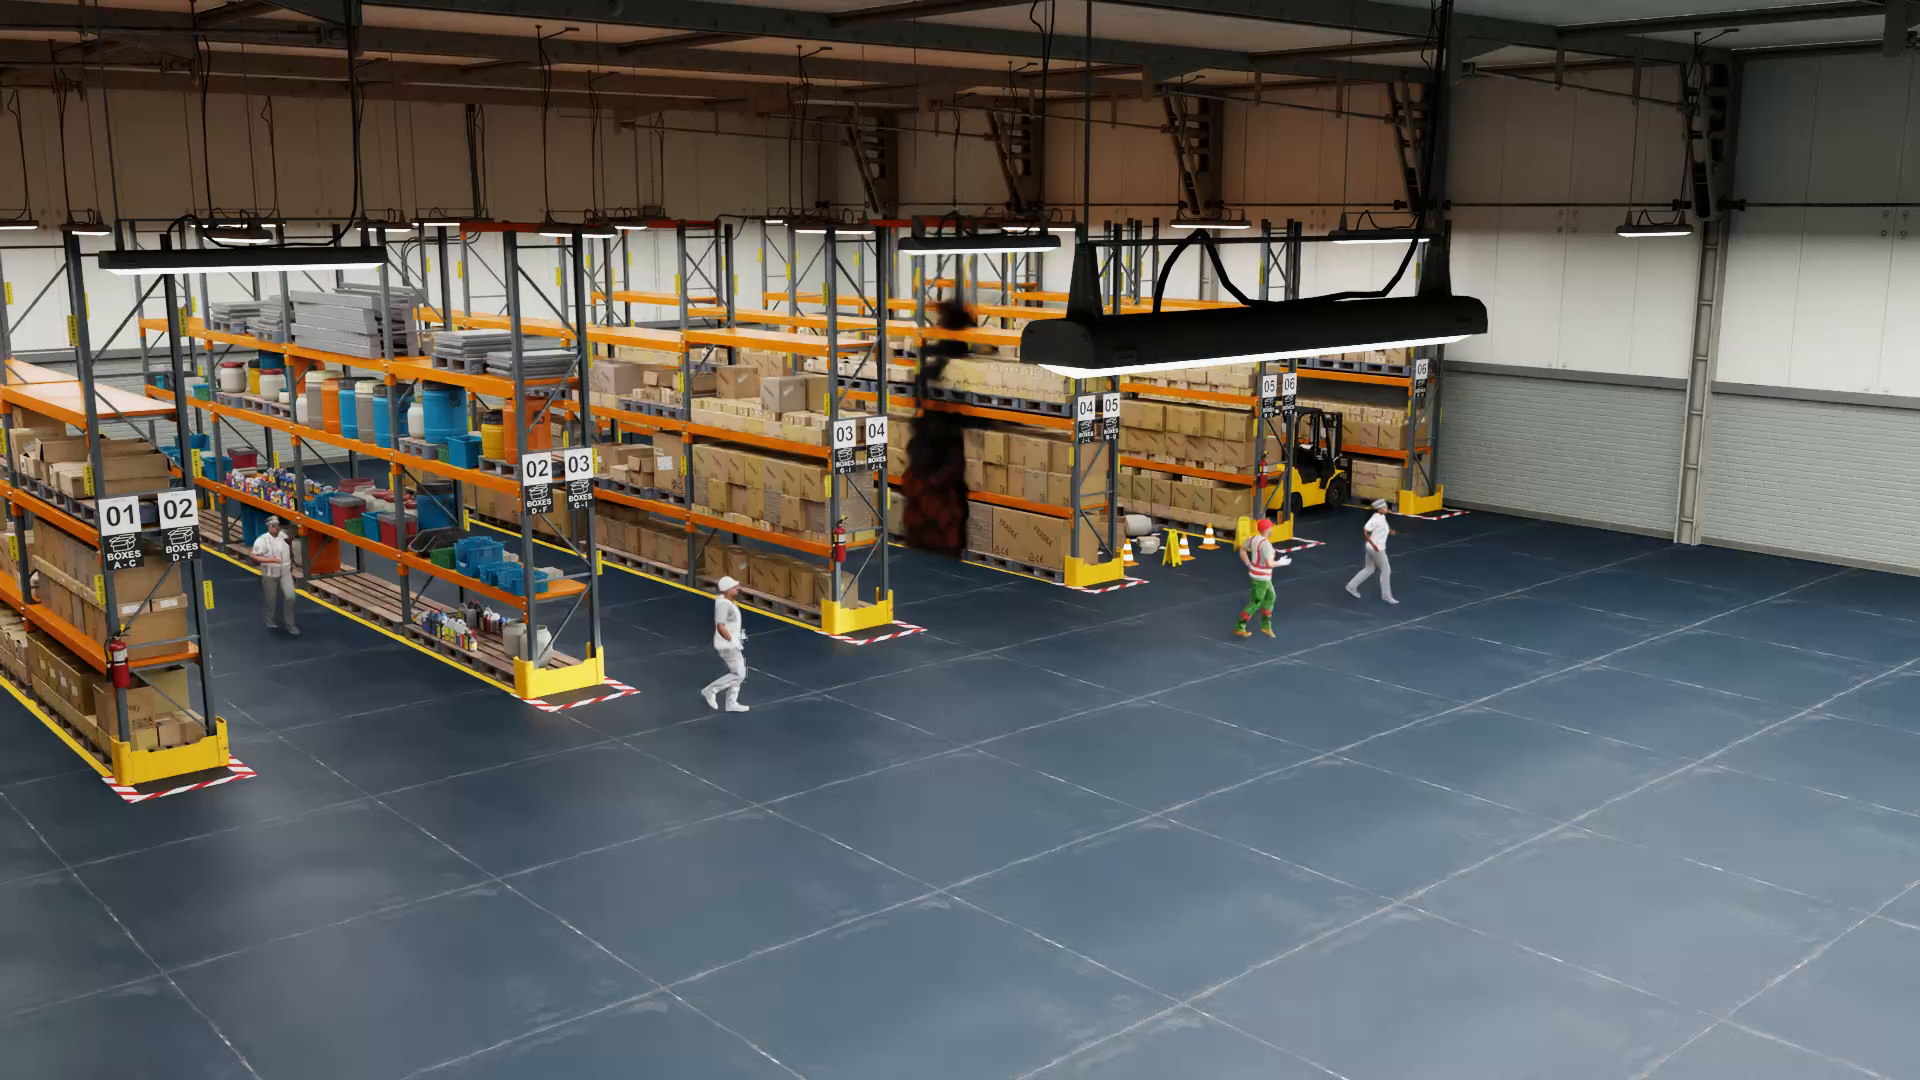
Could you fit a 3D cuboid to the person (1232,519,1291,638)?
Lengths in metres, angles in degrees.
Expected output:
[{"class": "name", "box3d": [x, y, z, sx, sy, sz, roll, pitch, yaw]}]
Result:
[{"class": "person", "box3d": [4.423, 0.596, 24.450, 0.828, 1.846, 0.600, -1, 11, -5]}]

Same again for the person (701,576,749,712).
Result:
[{"class": "person", "box3d": [-2.979, 1.317, 20.956, 0.603, 1.755, 0.702, -2, 12, -10]}]

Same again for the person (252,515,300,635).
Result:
[{"class": "person", "box3d": [-10.229, 0.533, 24.833, 0.640, 1.853, 0.801, -11, 16, -43]}]

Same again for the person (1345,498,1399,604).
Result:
[{"class": "person", "box3d": [6.662, 0.166, 26.776, 0.866, 1.730, 0.561, 1, 11, 6]}]
